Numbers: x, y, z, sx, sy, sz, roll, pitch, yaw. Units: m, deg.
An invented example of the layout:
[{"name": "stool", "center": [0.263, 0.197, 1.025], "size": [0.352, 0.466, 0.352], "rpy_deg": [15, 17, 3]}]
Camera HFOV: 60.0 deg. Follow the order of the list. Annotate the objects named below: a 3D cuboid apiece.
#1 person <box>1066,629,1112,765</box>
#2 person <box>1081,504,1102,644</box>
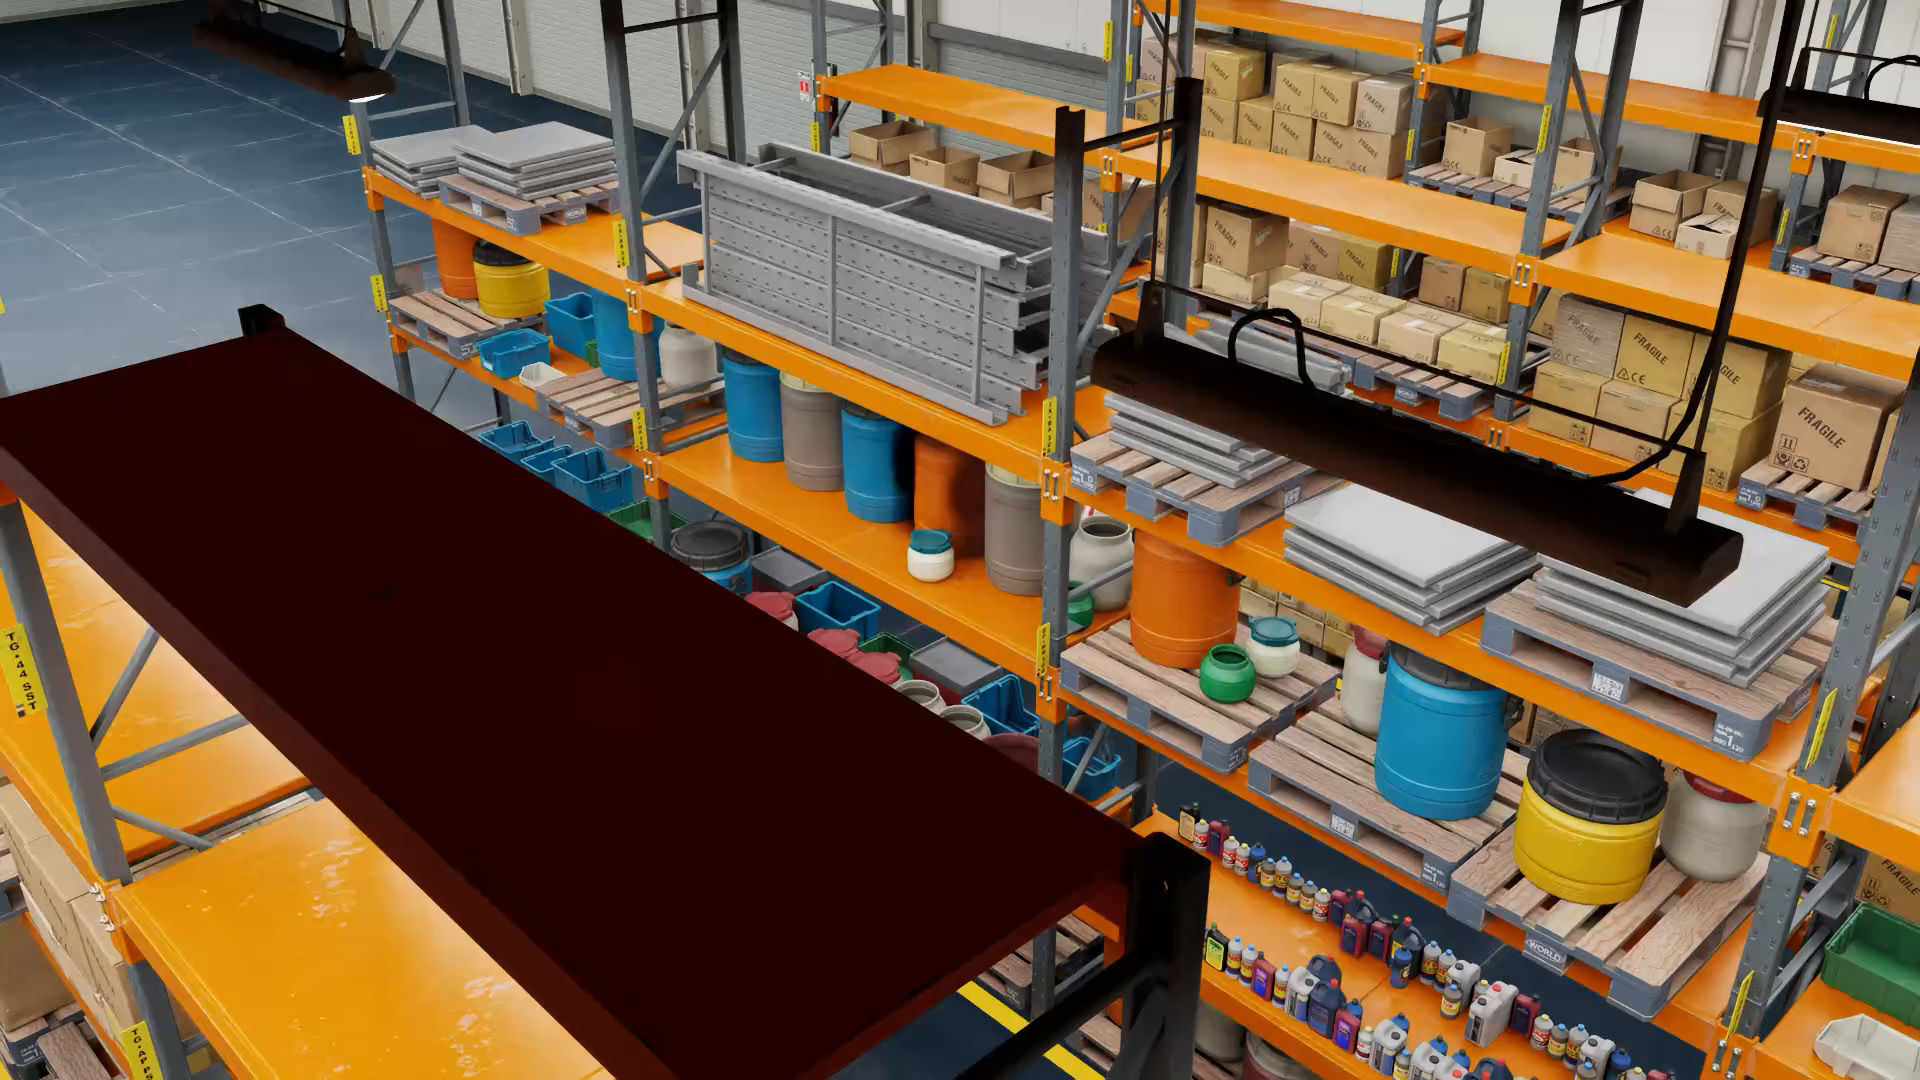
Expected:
[{"name": "person", "center": [1.015, 1.233, 12.618], "size": [0.599, 1.758, 0.693], "rpy_deg": [0, 28, 0]}, {"name": "person", "center": [0.968, 0.264, 14.329], "size": [0.568, 1.776, 0.497], "rpy_deg": [-3, 28, -6]}]
